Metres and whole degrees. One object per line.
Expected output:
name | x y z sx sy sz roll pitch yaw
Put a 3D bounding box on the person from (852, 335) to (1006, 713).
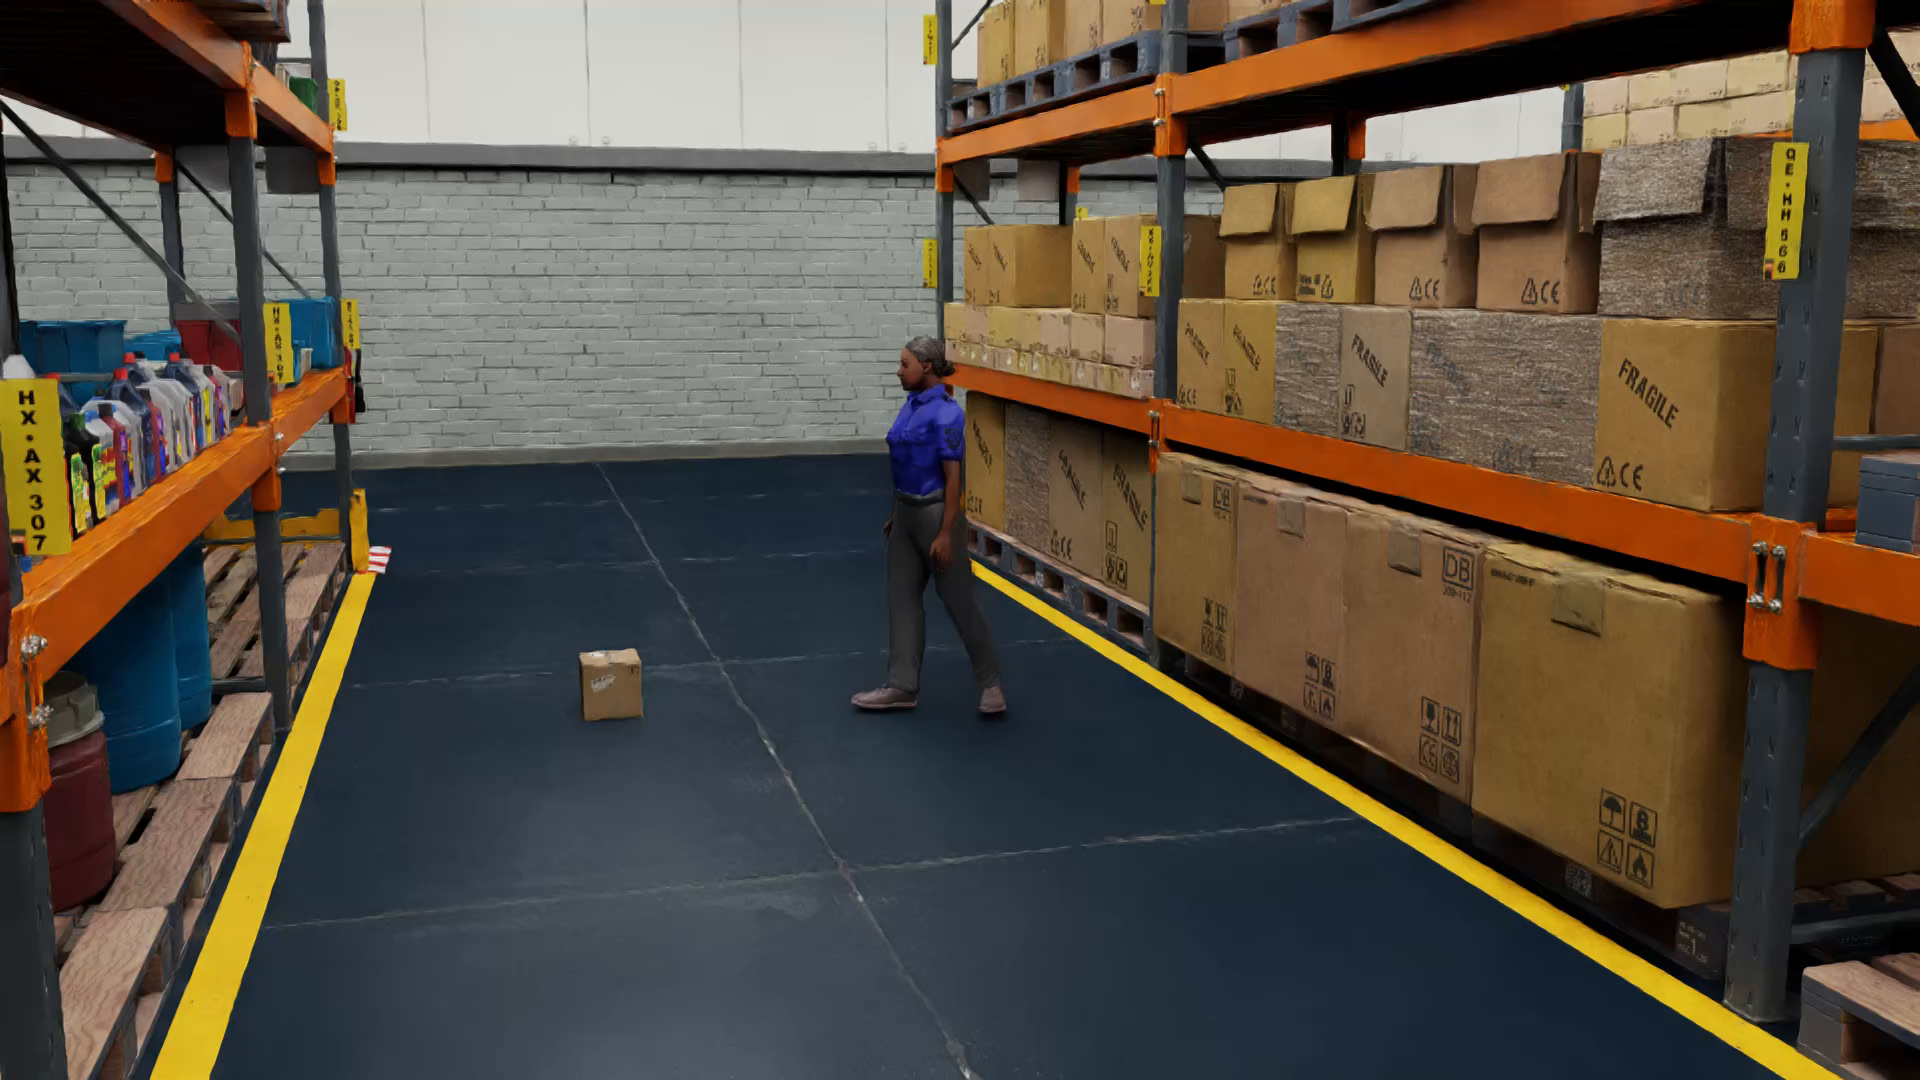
person | -0.146 -0.070 7.288 0.622 1.645 0.687 -6 11 -32
